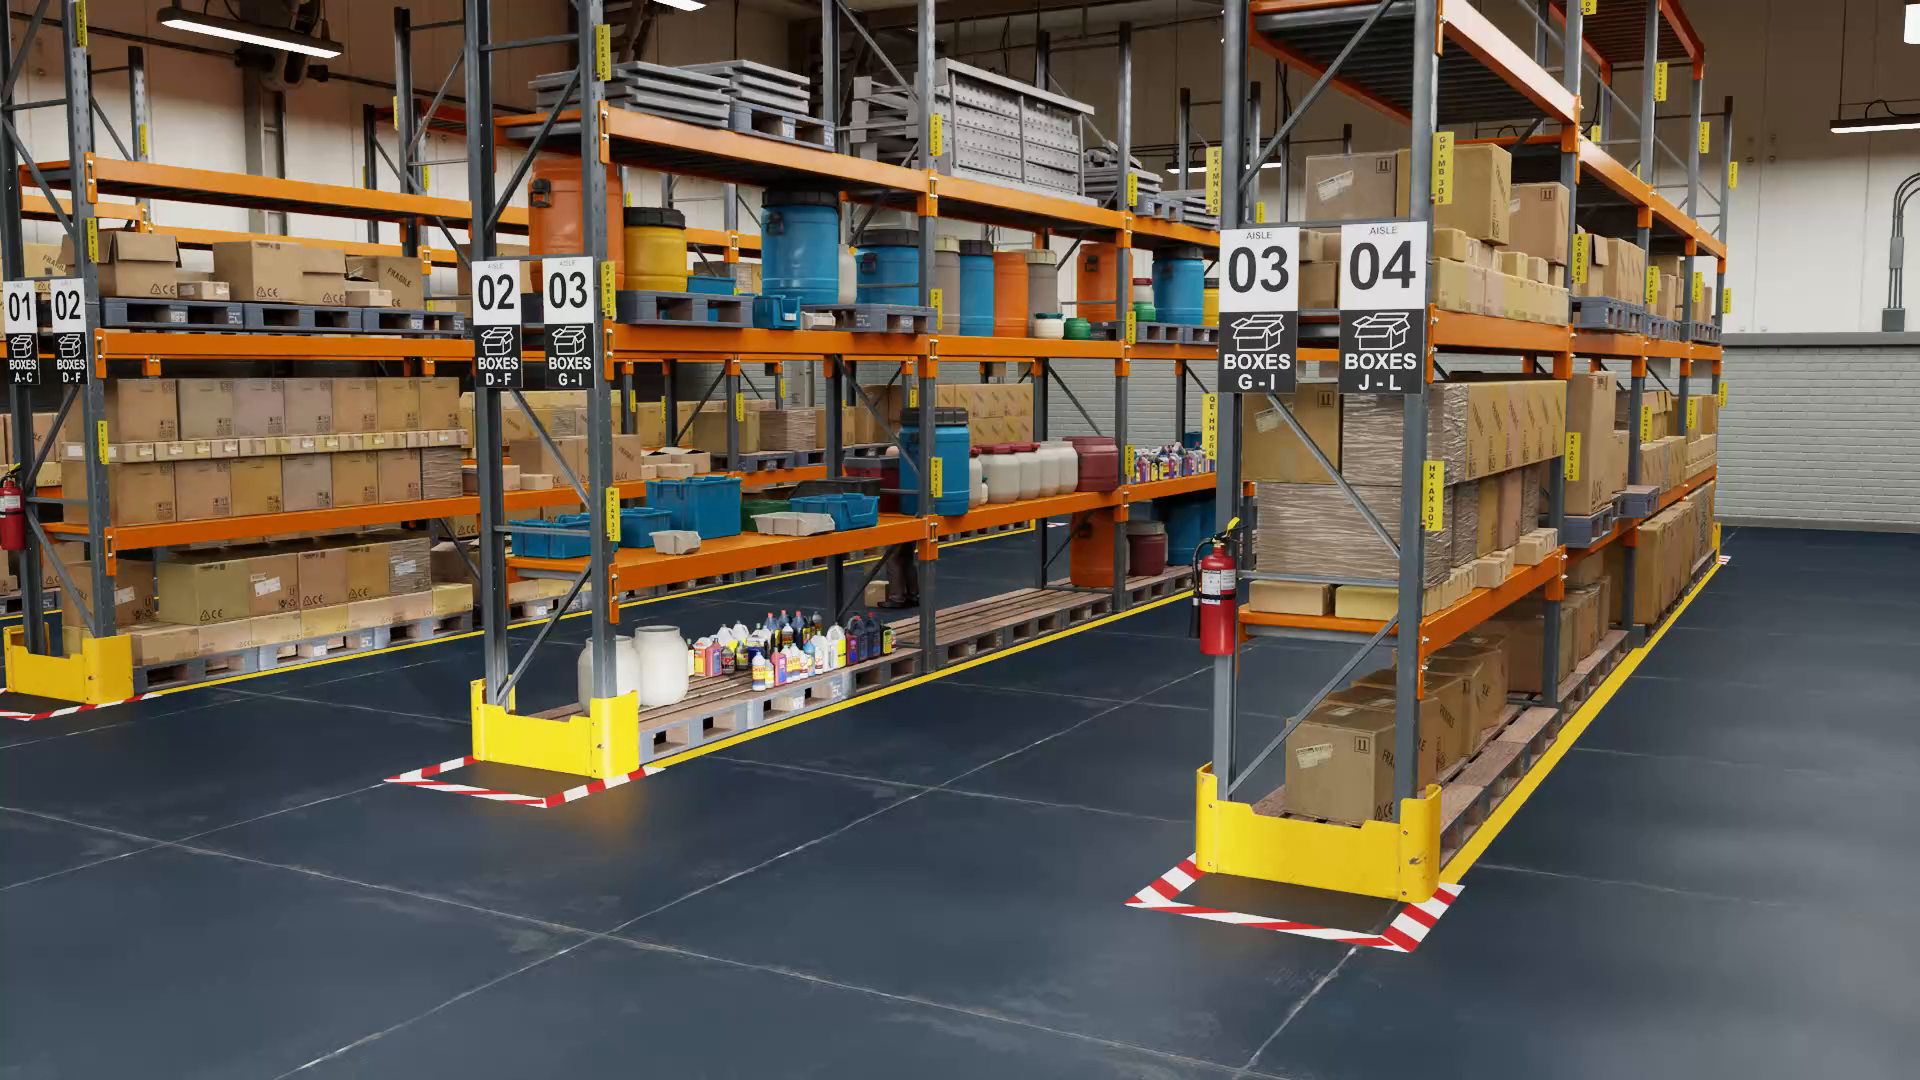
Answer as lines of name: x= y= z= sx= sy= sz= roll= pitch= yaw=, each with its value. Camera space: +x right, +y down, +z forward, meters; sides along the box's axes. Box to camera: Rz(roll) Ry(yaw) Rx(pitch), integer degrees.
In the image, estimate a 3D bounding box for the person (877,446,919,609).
person: x=-0.629 y=-0.140 z=17.635 sx=0.468 sy=1.722 sz=0.594 roll=3 pitch=6 yaw=25
